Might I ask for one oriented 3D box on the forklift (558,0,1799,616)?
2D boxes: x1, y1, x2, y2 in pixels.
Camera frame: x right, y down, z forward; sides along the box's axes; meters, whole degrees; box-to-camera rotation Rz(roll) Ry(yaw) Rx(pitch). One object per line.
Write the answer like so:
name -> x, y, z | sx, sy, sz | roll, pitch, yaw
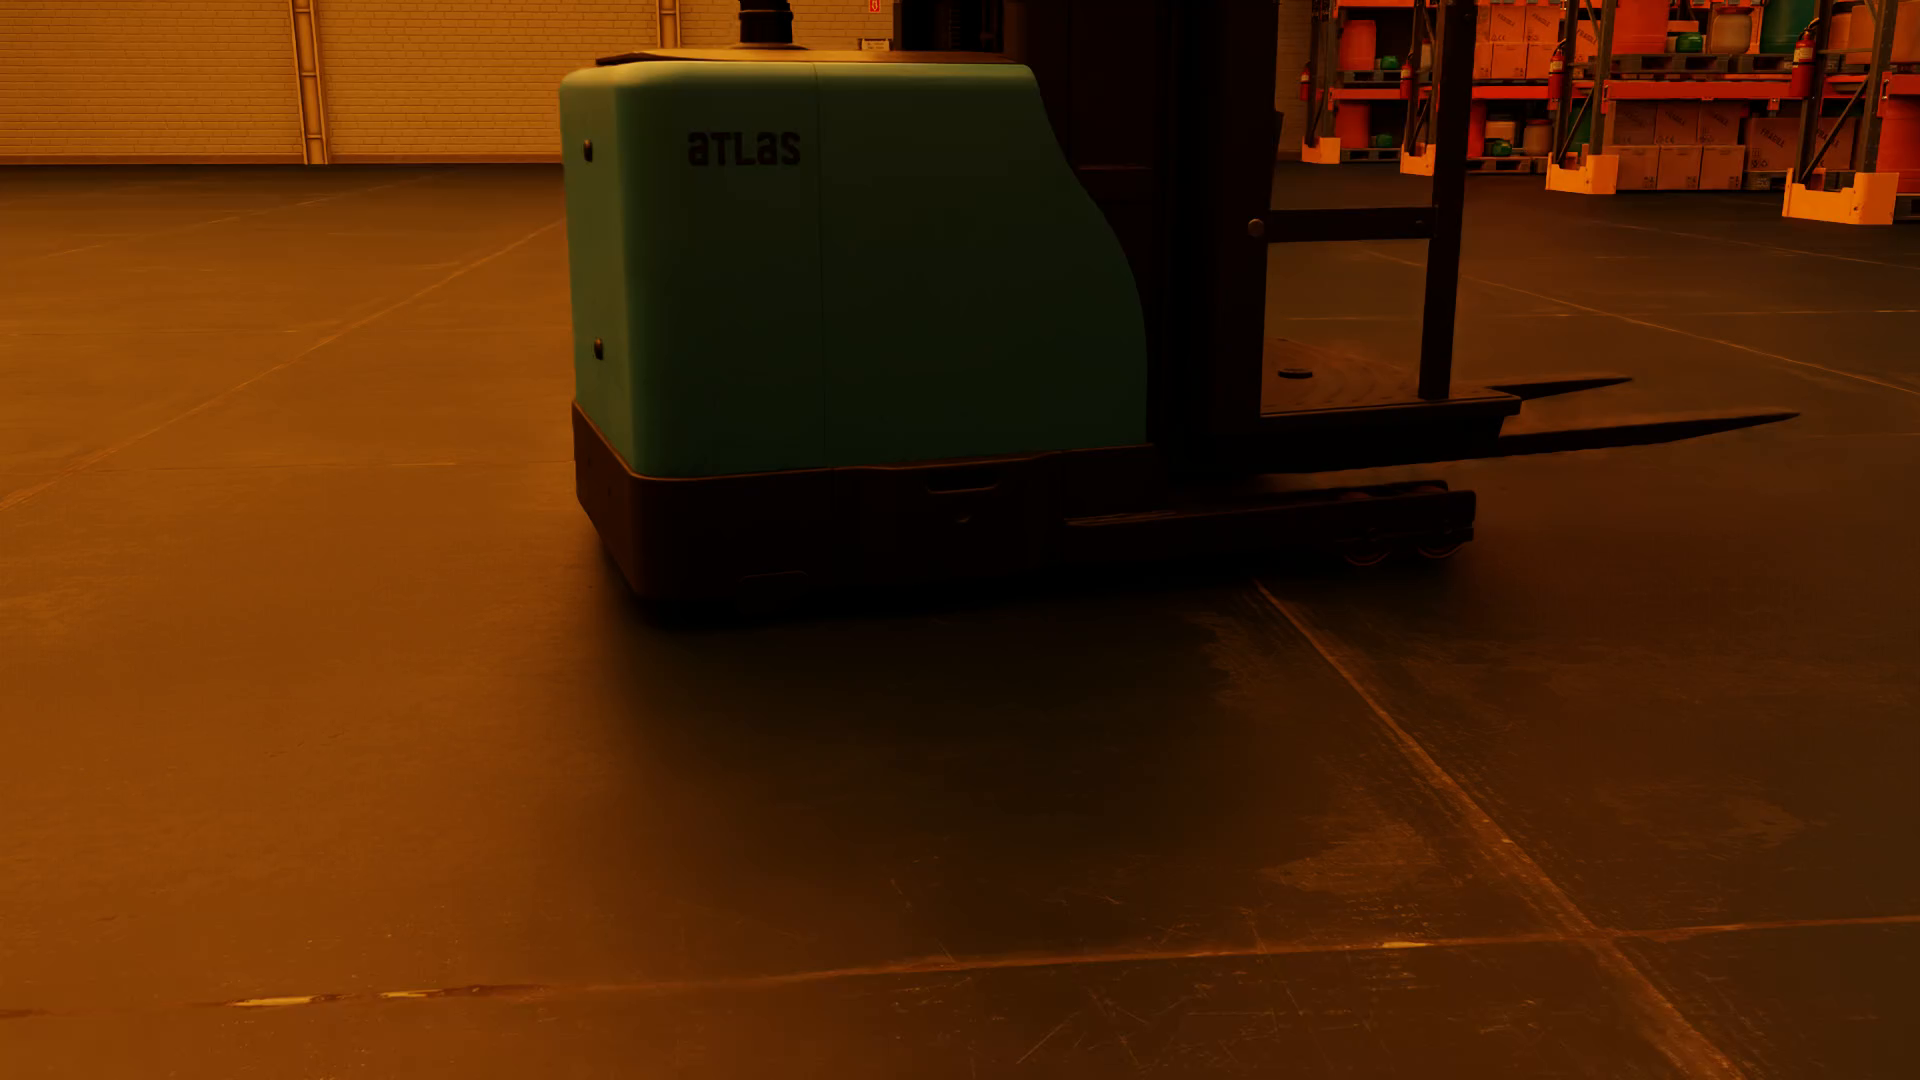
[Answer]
forklift -> 0.640, -1.479, 3.795 | 3.031, 2.935, 1.130 | -5, 16, -19
